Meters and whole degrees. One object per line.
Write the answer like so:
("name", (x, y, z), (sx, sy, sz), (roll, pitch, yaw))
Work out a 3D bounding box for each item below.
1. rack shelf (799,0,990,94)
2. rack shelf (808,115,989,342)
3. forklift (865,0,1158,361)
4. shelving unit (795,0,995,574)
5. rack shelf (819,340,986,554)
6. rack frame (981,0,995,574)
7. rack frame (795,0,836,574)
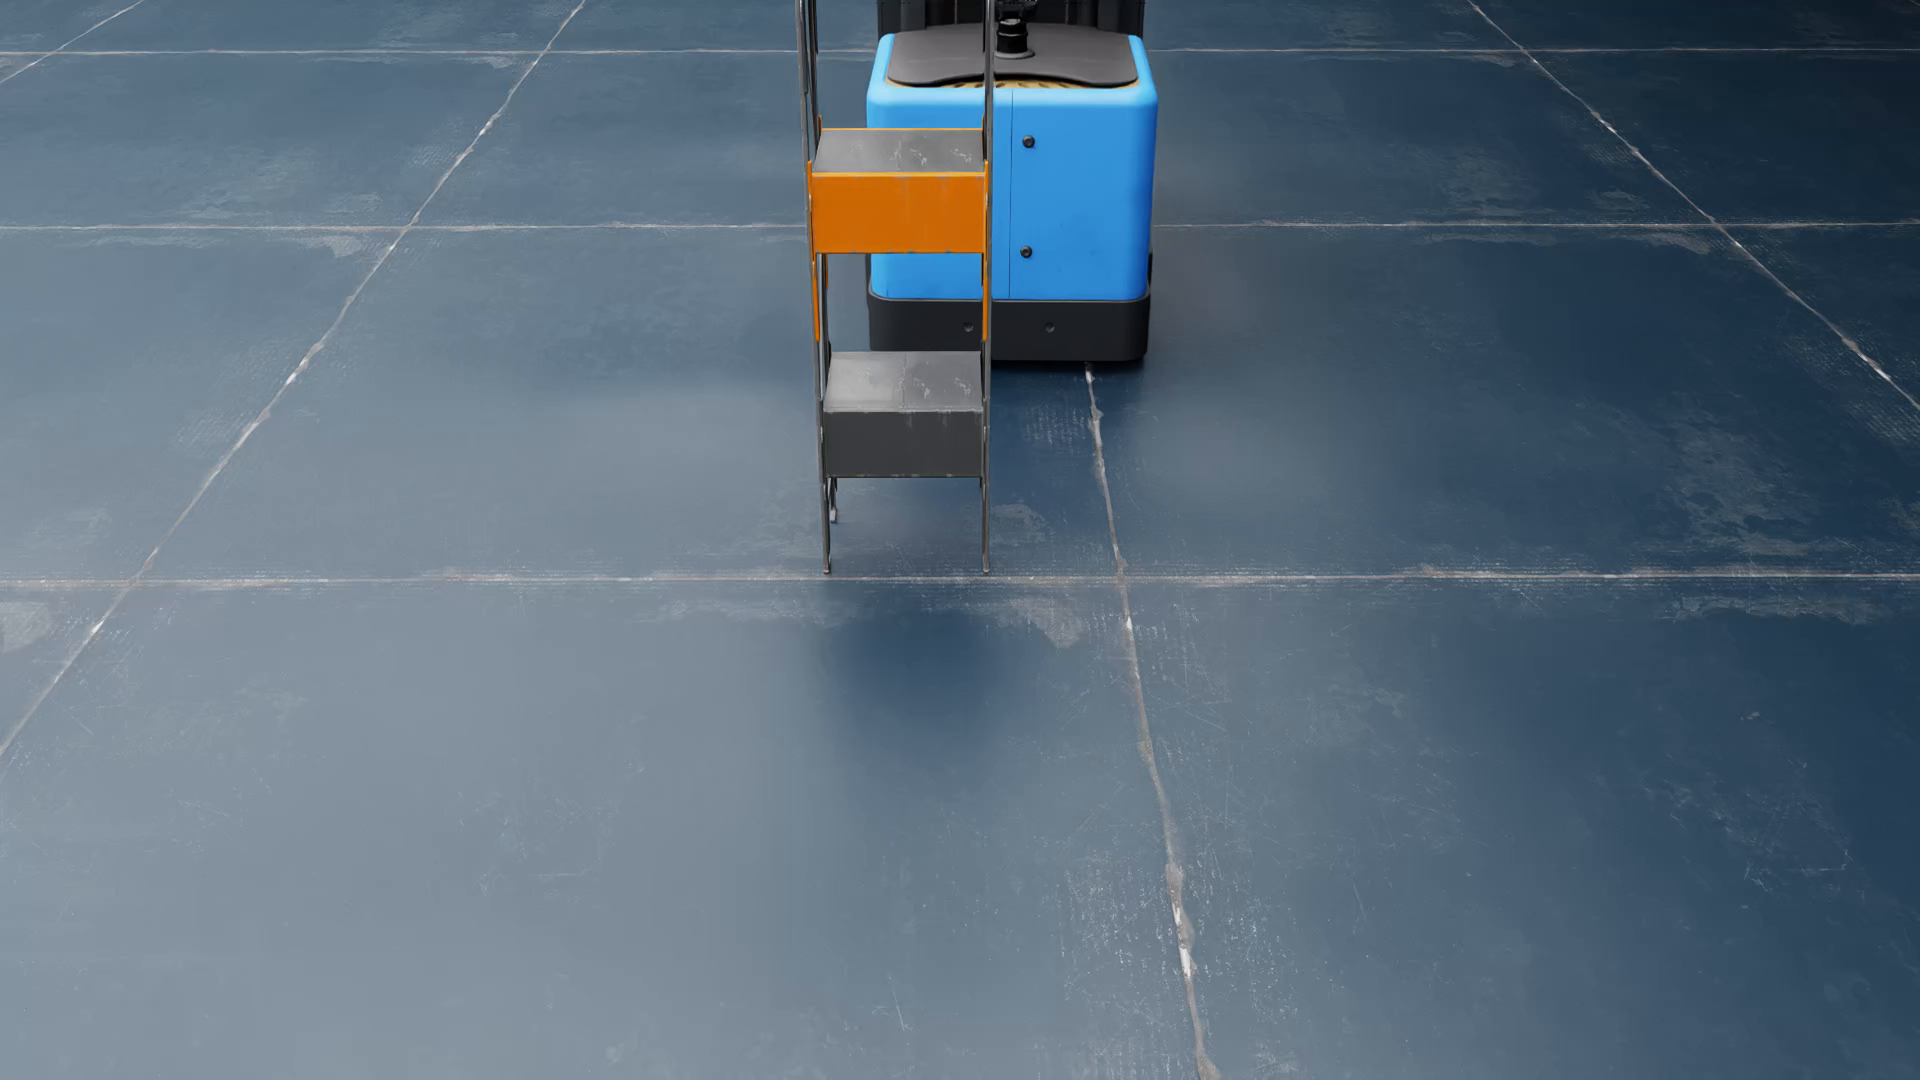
("rack shelf", (-0.166, -1.484, 4.348), (0.480, 0.518, 0.431), (0, 31, 0))
("rack shelf", (-0.166, -0.886, 4.712), (0.480, 0.518, 0.431), (0, 31, 0))
("forklift", (0.211, -2.648, 6.789), (1.130, 2.935, 3.031), (1, 31, 1))
("shelving unit", (-0.166, -0.897, 4.705), (0.503, 2.100, 0.431), (0, 31, 0))
("rack shelf", (-0.166, -0.287, 5.075), (0.480, 0.518, 0.431), (0, 31, 0))
("rack frame", (0.078, -0.898, 4.706), (0.015, 2.100, 0.400), (0, 31, 0))
("rack frame", (-0.410, -0.896, 4.703), (0.015, 2.100, 0.400), (0, 31, 0))
